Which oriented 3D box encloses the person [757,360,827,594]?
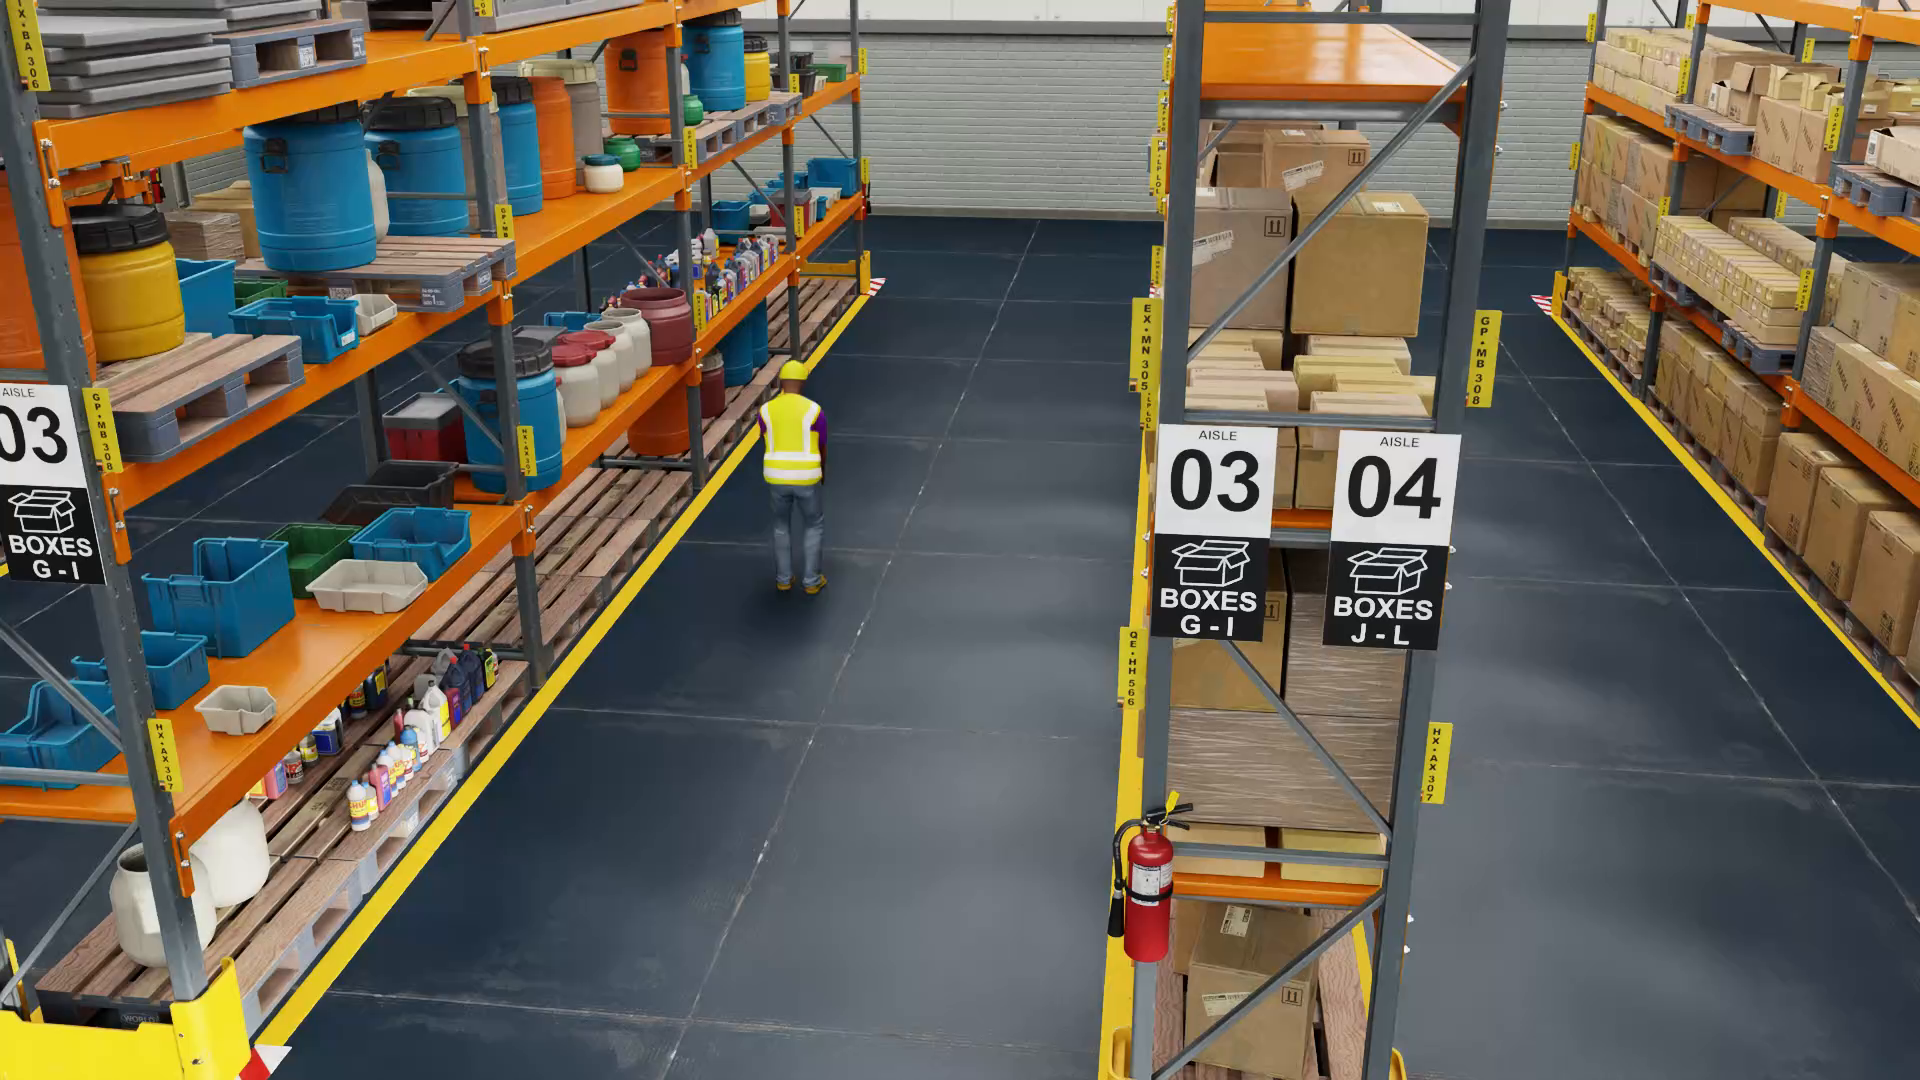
[{"bbox_3d":[-1.229,-0.476,12.352,0.498,1.718,0.611,2,21,5],"label":"person"}]
